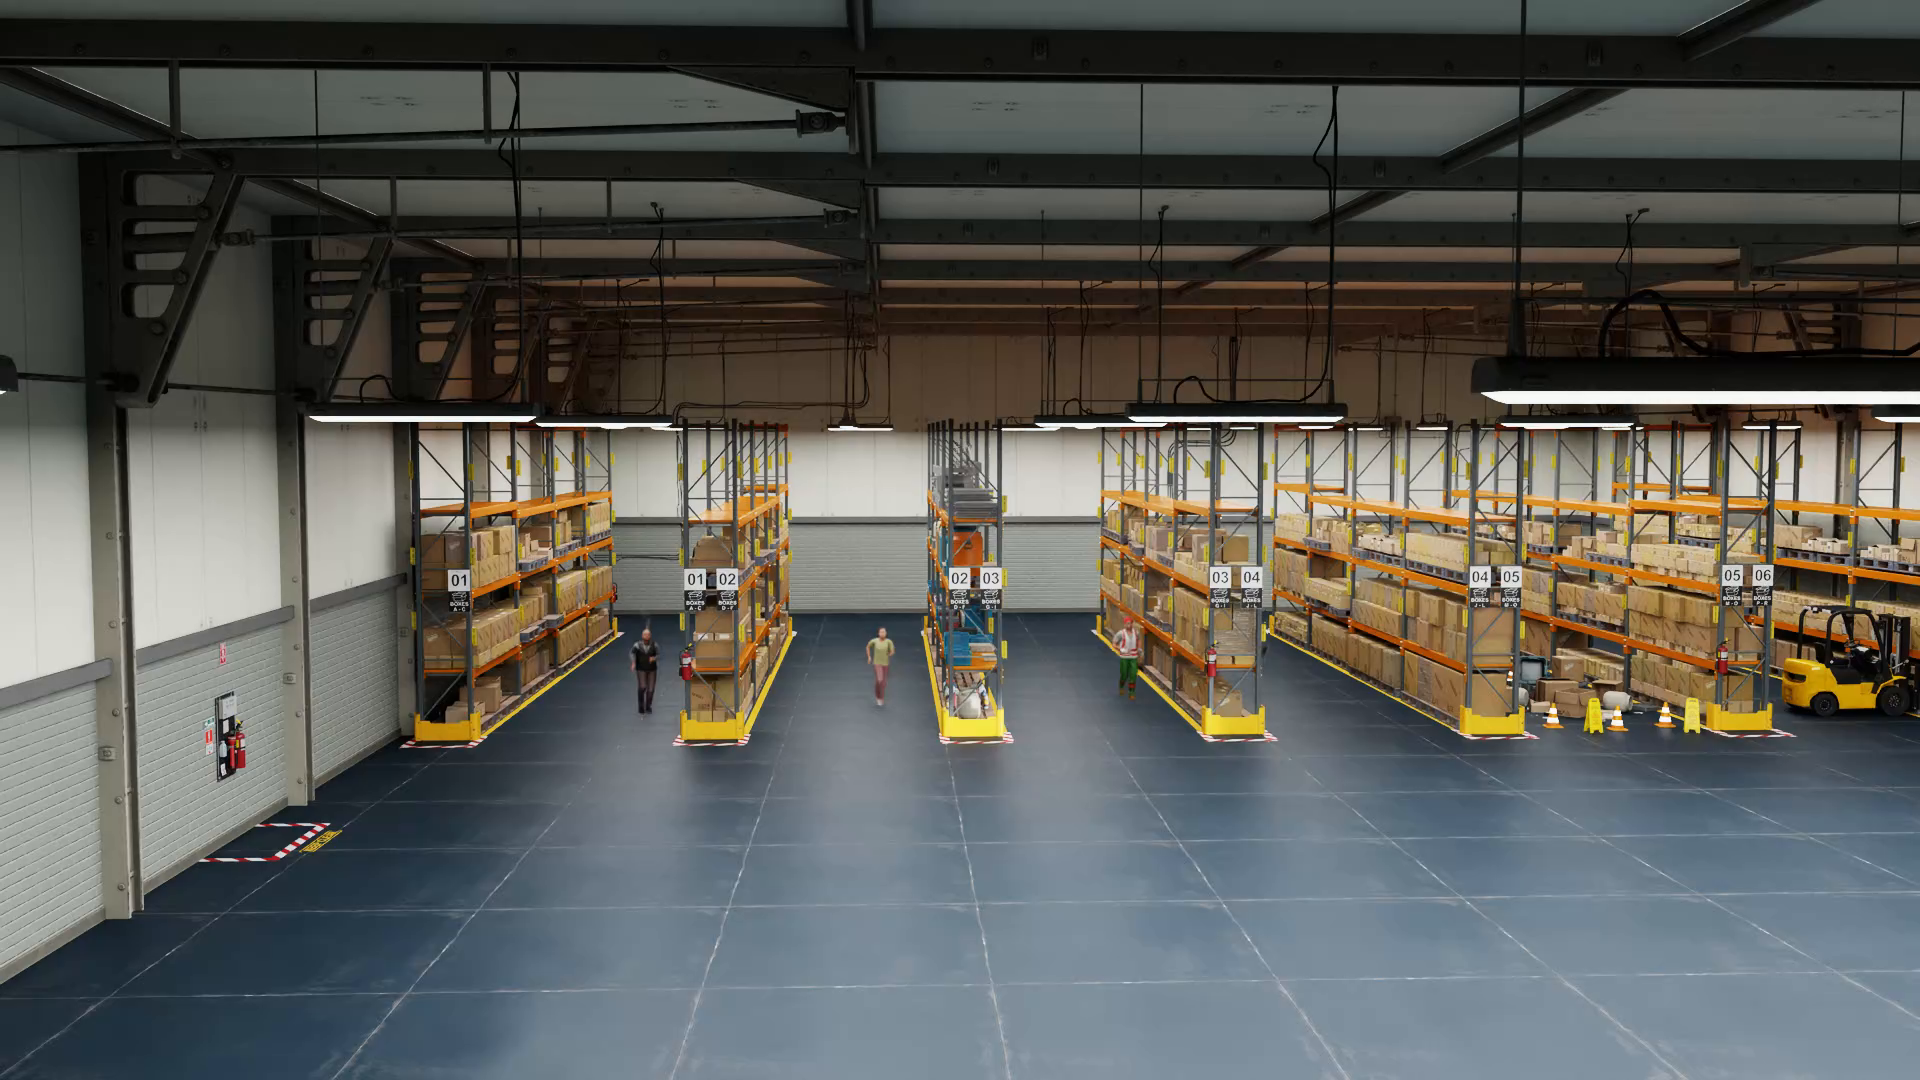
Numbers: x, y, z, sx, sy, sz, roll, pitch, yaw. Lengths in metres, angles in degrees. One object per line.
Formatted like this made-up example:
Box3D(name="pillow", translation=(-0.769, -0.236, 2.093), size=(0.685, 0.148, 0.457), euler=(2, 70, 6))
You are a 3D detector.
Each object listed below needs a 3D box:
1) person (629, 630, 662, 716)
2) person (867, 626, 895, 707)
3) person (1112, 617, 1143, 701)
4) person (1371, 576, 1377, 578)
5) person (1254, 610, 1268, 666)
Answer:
Box3D(name="person", translation=(-6.392, 2.701, 33.875), size=(0.624, 1.746, 0.721), euler=(-1, 4, -19))
Box3D(name="person", translation=(-1.648, 2.653, 34.934), size=(0.540, 1.690, 0.778), euler=(-1, 4, -17))
Box3D(name="person", translation=(3.616, 2.538, 35.835), size=(0.680, 1.773, 0.794), euler=(-1, 4, -12))
Box3D(name="person", translation=(11.399, 1.924, 45.803), size=(0.704, 1.658, 1.049), euler=(-1, 4, -8))
Box3D(name="person", translation=(7.352, 2.288, 40.879), size=(0.566, 1.641, 0.665), euler=(-1, 4, -10))
